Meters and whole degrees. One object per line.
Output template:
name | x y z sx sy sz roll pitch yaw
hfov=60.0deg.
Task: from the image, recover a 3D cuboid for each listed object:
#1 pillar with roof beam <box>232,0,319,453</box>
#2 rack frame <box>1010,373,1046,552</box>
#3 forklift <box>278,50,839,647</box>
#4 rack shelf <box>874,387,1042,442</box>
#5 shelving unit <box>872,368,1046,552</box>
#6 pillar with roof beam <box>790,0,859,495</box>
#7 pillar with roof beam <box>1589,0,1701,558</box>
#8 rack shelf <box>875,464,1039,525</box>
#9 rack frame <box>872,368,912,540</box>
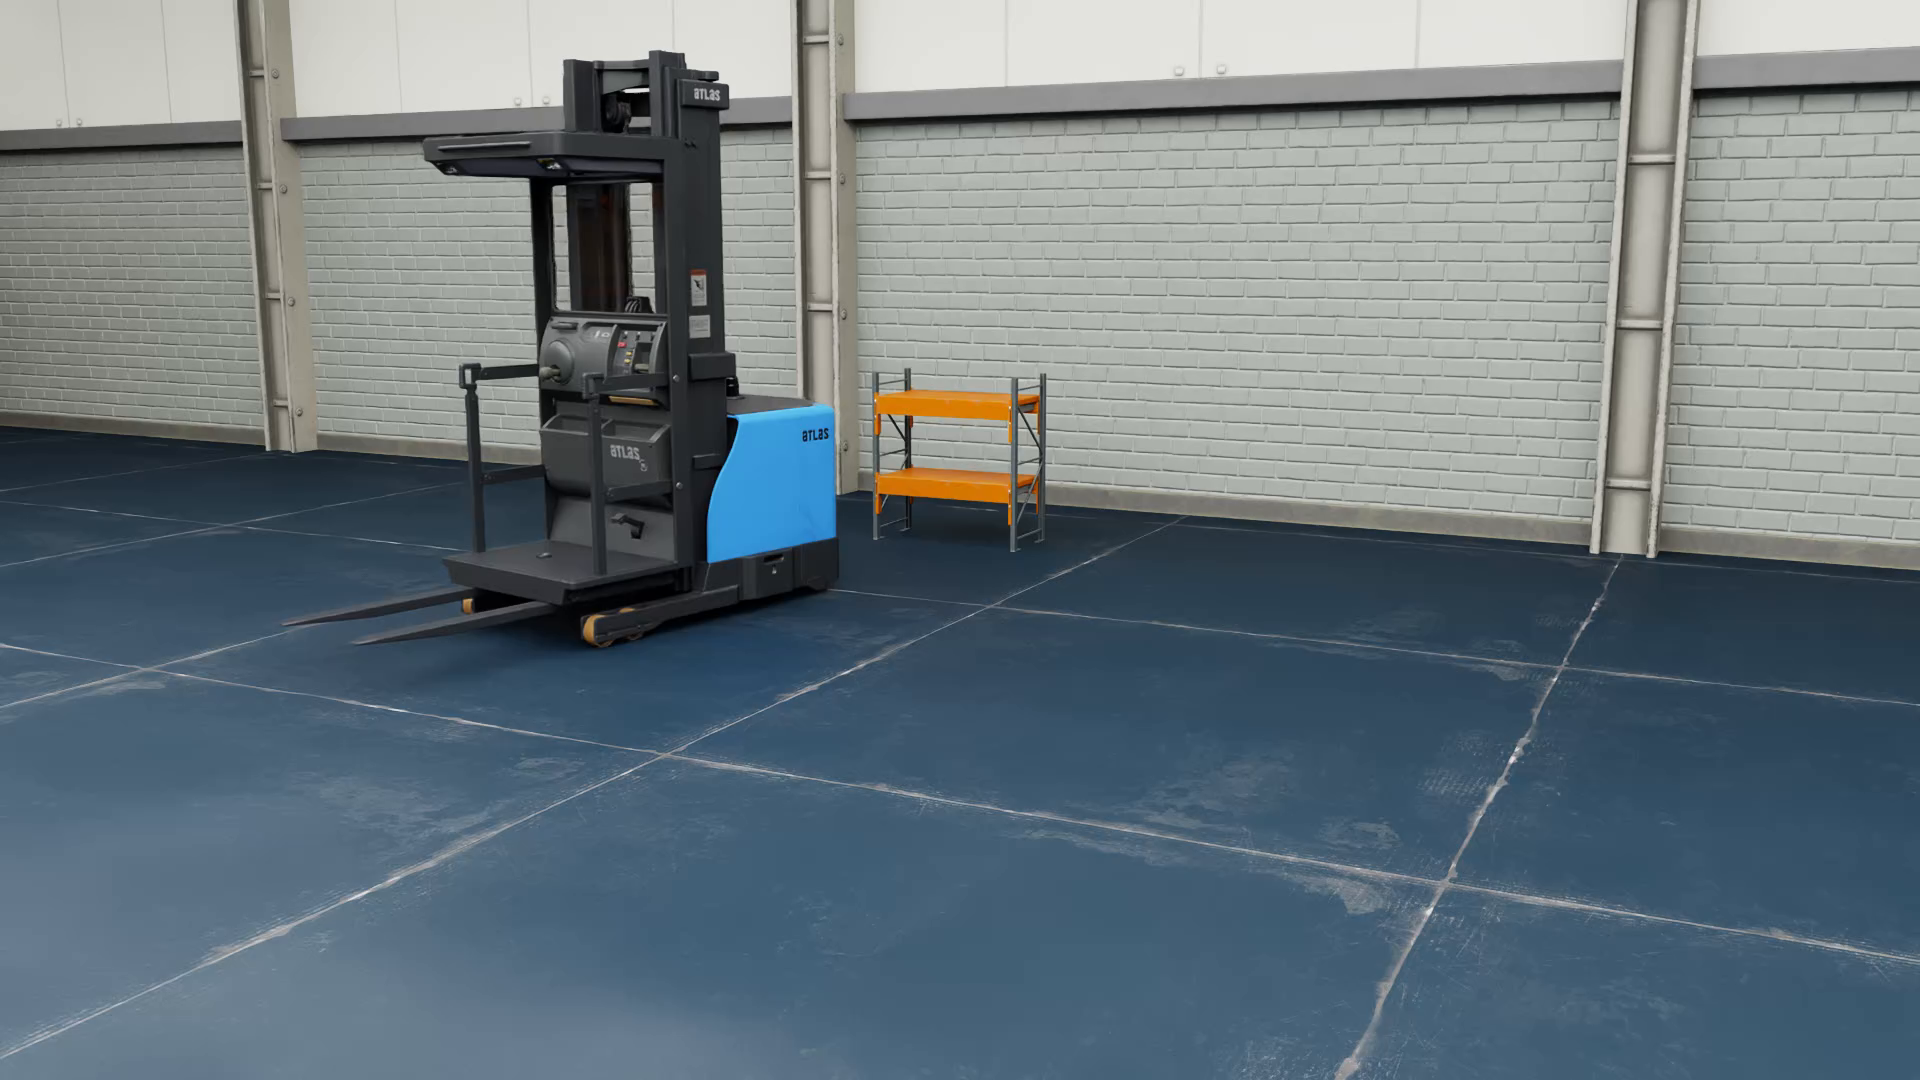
pillar with roof beam | -8.342 -4.612 11.446 0.400 9.000 9.100 5 11 26
rack frame | 0.450 -0.514 10.912 0.032 1.125 0.500 5 11 26
forklift | -2.008 -1.007 8.563 1.130 2.935 3.031 8 13 38
rack shelf | -0.006 -0.842 11.081 1.000 0.278 0.538 5 11 26
shelving unit | -0.006 -0.554 11.133 1.048 1.125 0.538 5 11 26
pillar with roof beam | -2.961 -4.139 8.833 0.400 9.000 9.100 5 11 26
pillar with roof beam | 2.419 -3.667 6.221 0.400 9.000 9.100 5 11 26
rack shelf | -0.006 -0.313 11.177 1.000 0.278 0.538 5 11 26
rack frame | -0.462 -0.594 11.354 0.032 1.125 0.500 5 11 26
